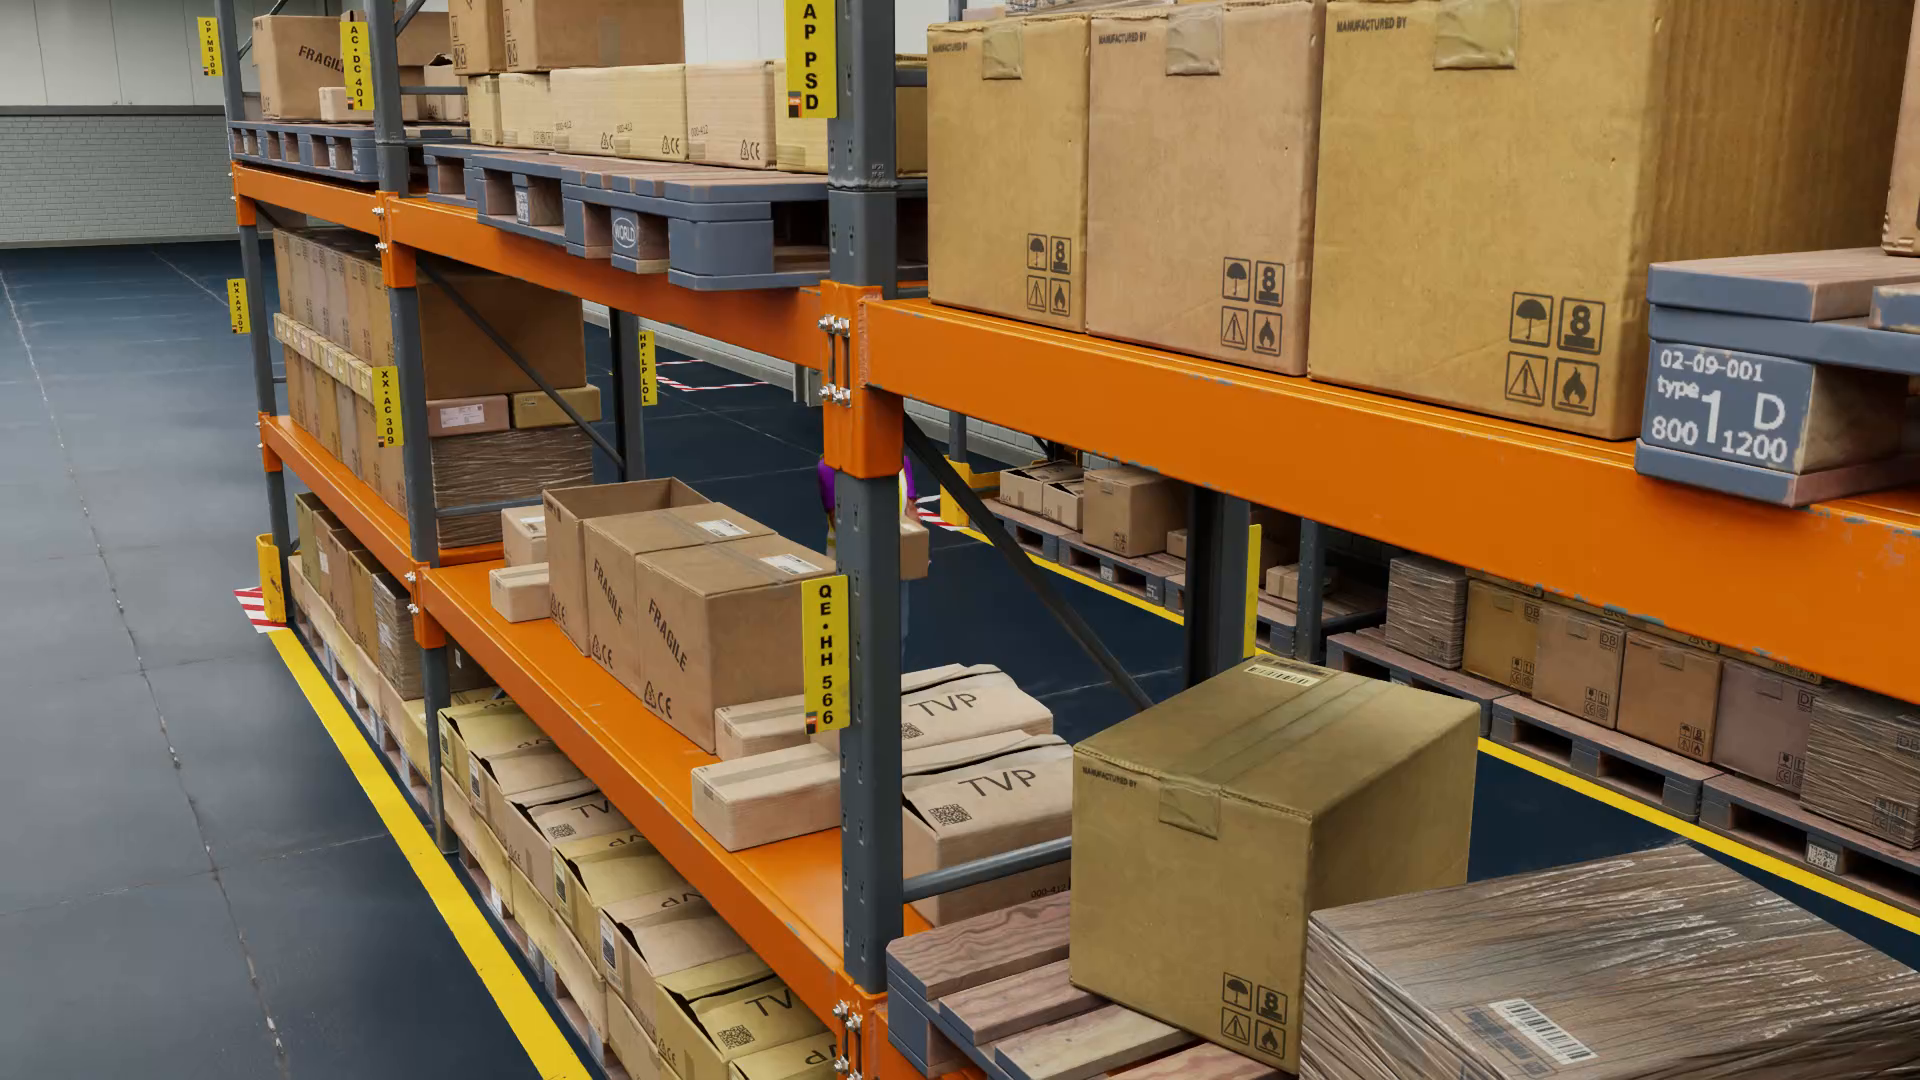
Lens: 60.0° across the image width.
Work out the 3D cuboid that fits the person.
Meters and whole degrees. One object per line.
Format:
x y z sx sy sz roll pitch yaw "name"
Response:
-0.410 0.139 8.438 0.521 1.767 0.573 -9 17 -30 "person"
